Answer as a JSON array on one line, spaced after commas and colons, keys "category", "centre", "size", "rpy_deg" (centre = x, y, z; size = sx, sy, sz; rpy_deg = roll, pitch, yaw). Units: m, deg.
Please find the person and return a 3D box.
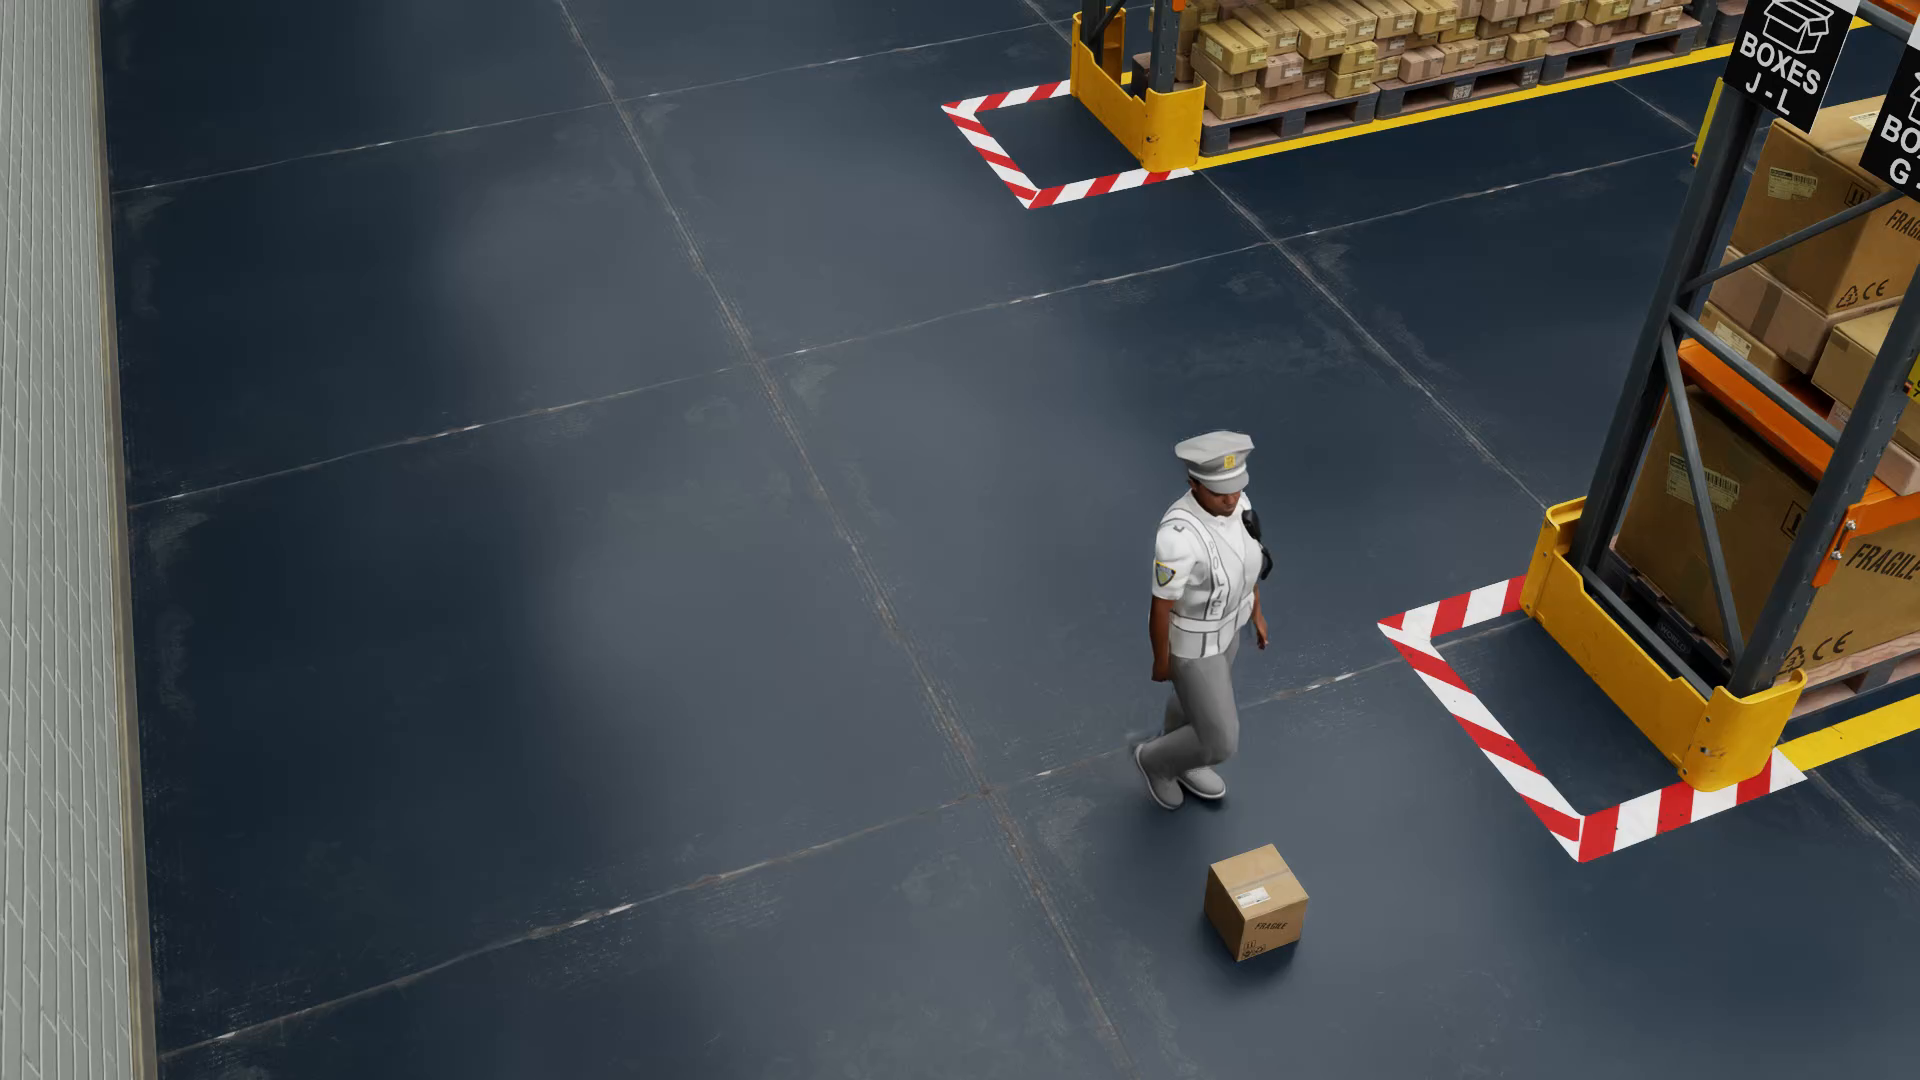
[{"category": "person", "centre": [0.873, 0.335, 5.761], "size": [0.435, 1.700, 0.466], "rpy_deg": [25, 47, 25]}]
